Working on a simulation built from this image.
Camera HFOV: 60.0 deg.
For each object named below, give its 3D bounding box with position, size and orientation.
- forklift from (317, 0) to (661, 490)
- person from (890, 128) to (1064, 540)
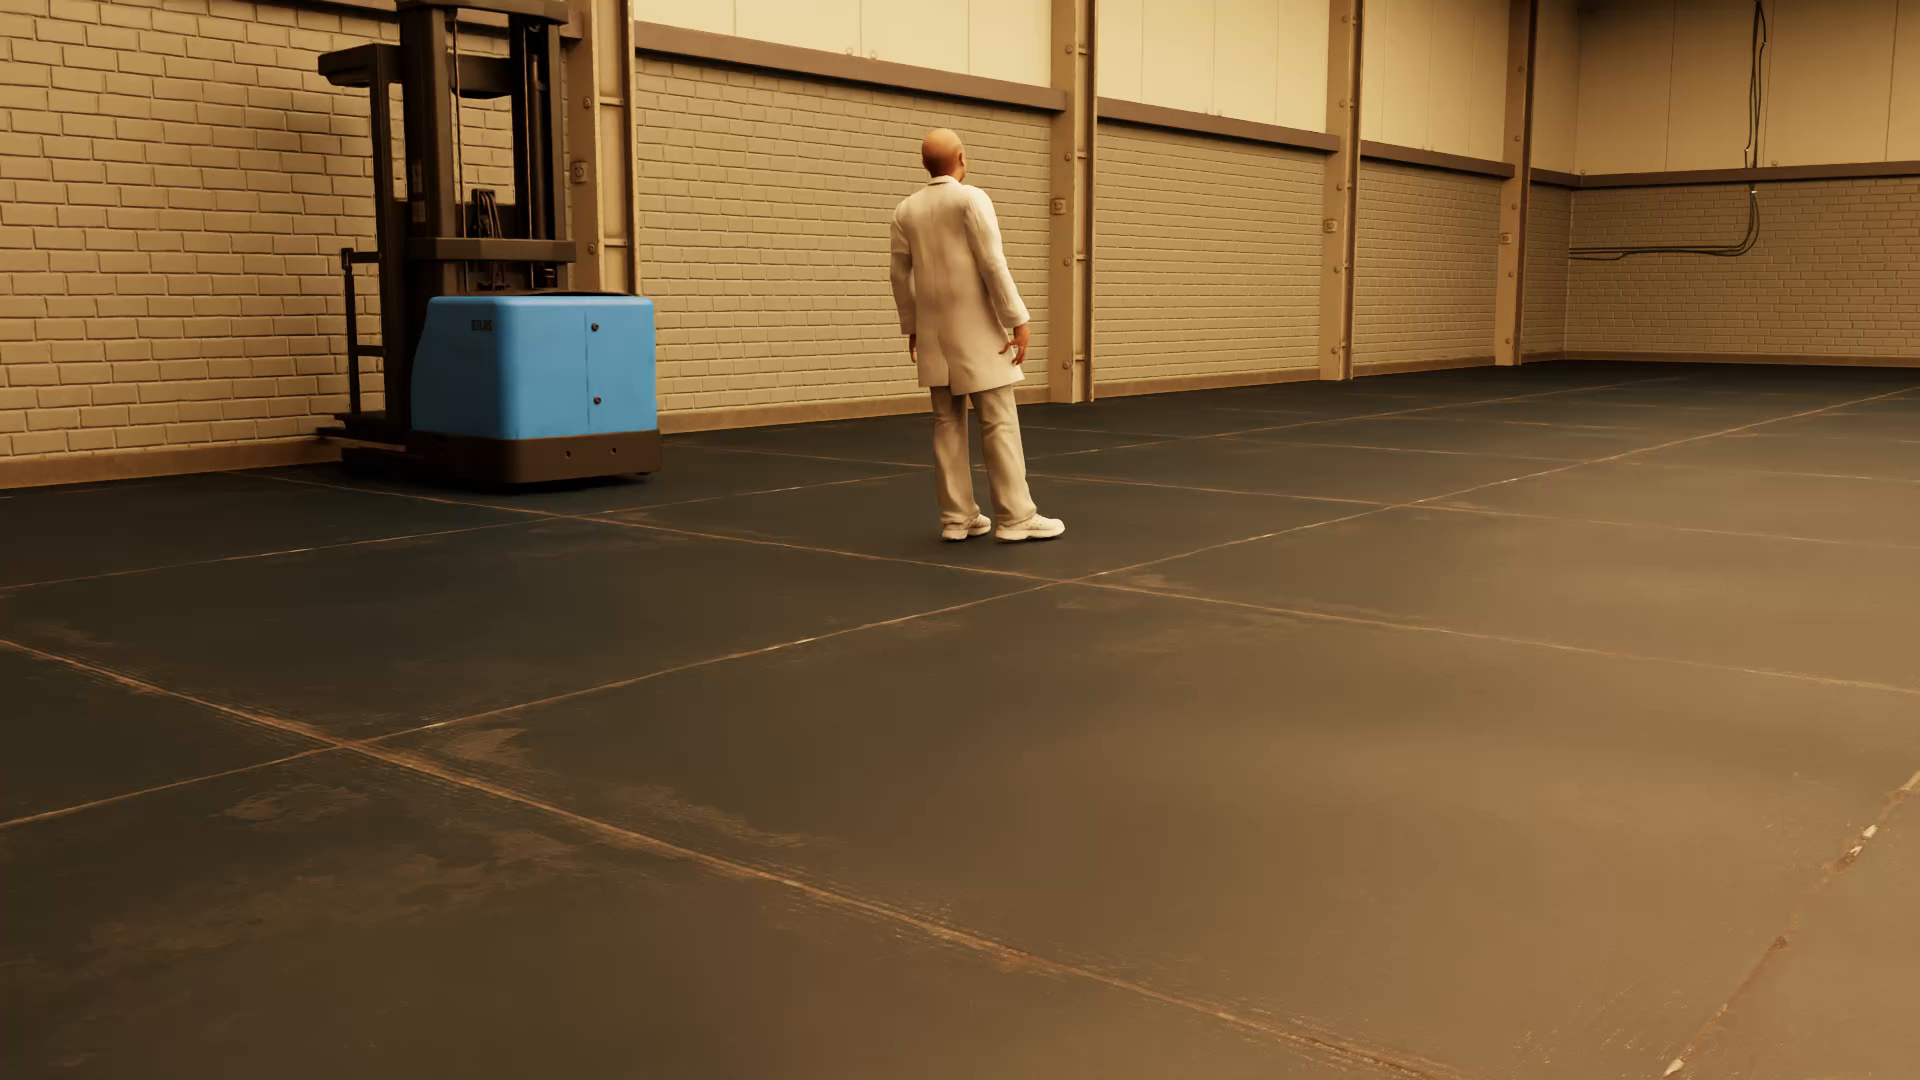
[{"bbox_3d":[-3.148,-1.883,10.151,3.031,2.935,1.130,8,12,44],"label":"forklift"},{"bbox_3d":[0.061,-0.896,7.343,0.696,1.777,0.578,7,11,38],"label":"person"}]
